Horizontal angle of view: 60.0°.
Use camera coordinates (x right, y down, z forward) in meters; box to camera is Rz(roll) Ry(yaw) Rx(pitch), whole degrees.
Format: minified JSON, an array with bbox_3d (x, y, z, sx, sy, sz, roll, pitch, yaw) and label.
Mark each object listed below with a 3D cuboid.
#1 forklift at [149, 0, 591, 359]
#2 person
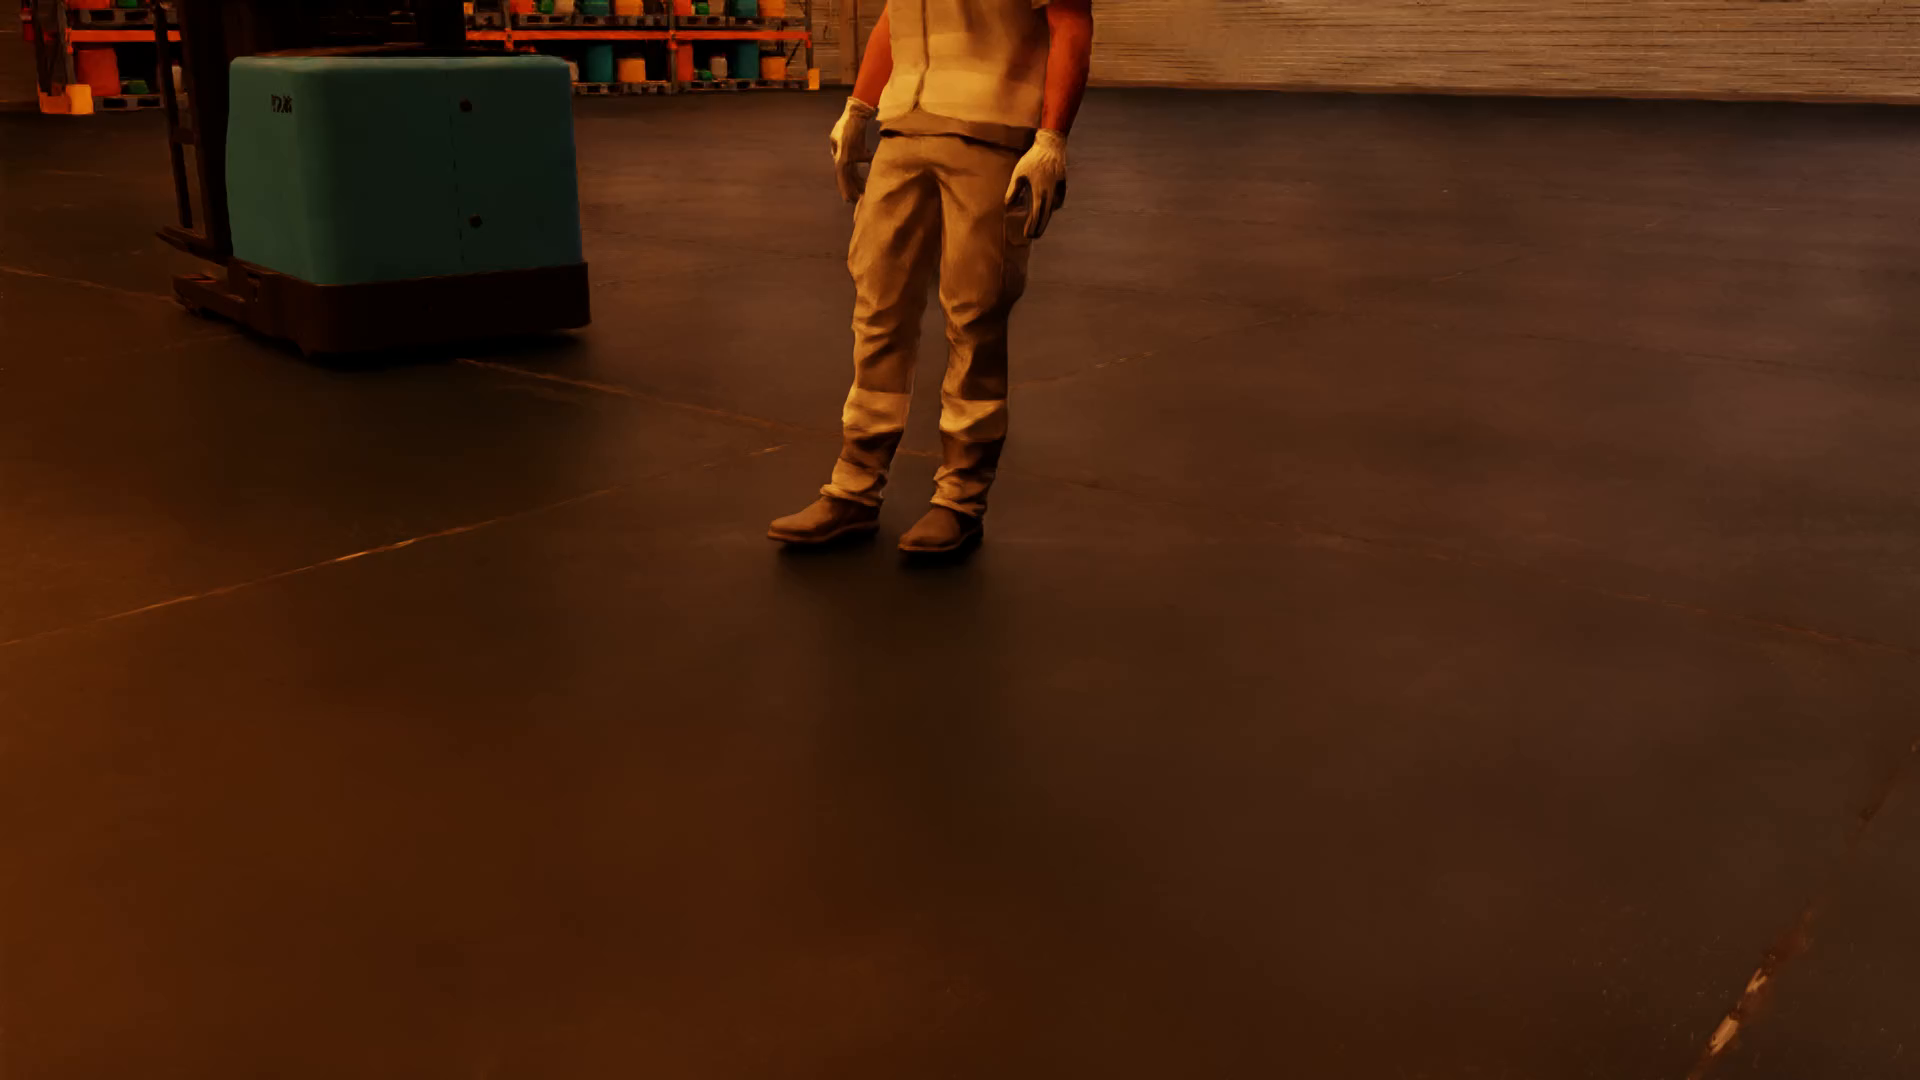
[{"bbox_3d":[-2.745,-2.420,6.866,1.130,2.935,3.031,-13,21,-36],"label":"forklift"},{"bbox_3d":[-0.060,-0.847,3.627,0.637,1.787,0.563,13,21,37],"label":"person"}]
